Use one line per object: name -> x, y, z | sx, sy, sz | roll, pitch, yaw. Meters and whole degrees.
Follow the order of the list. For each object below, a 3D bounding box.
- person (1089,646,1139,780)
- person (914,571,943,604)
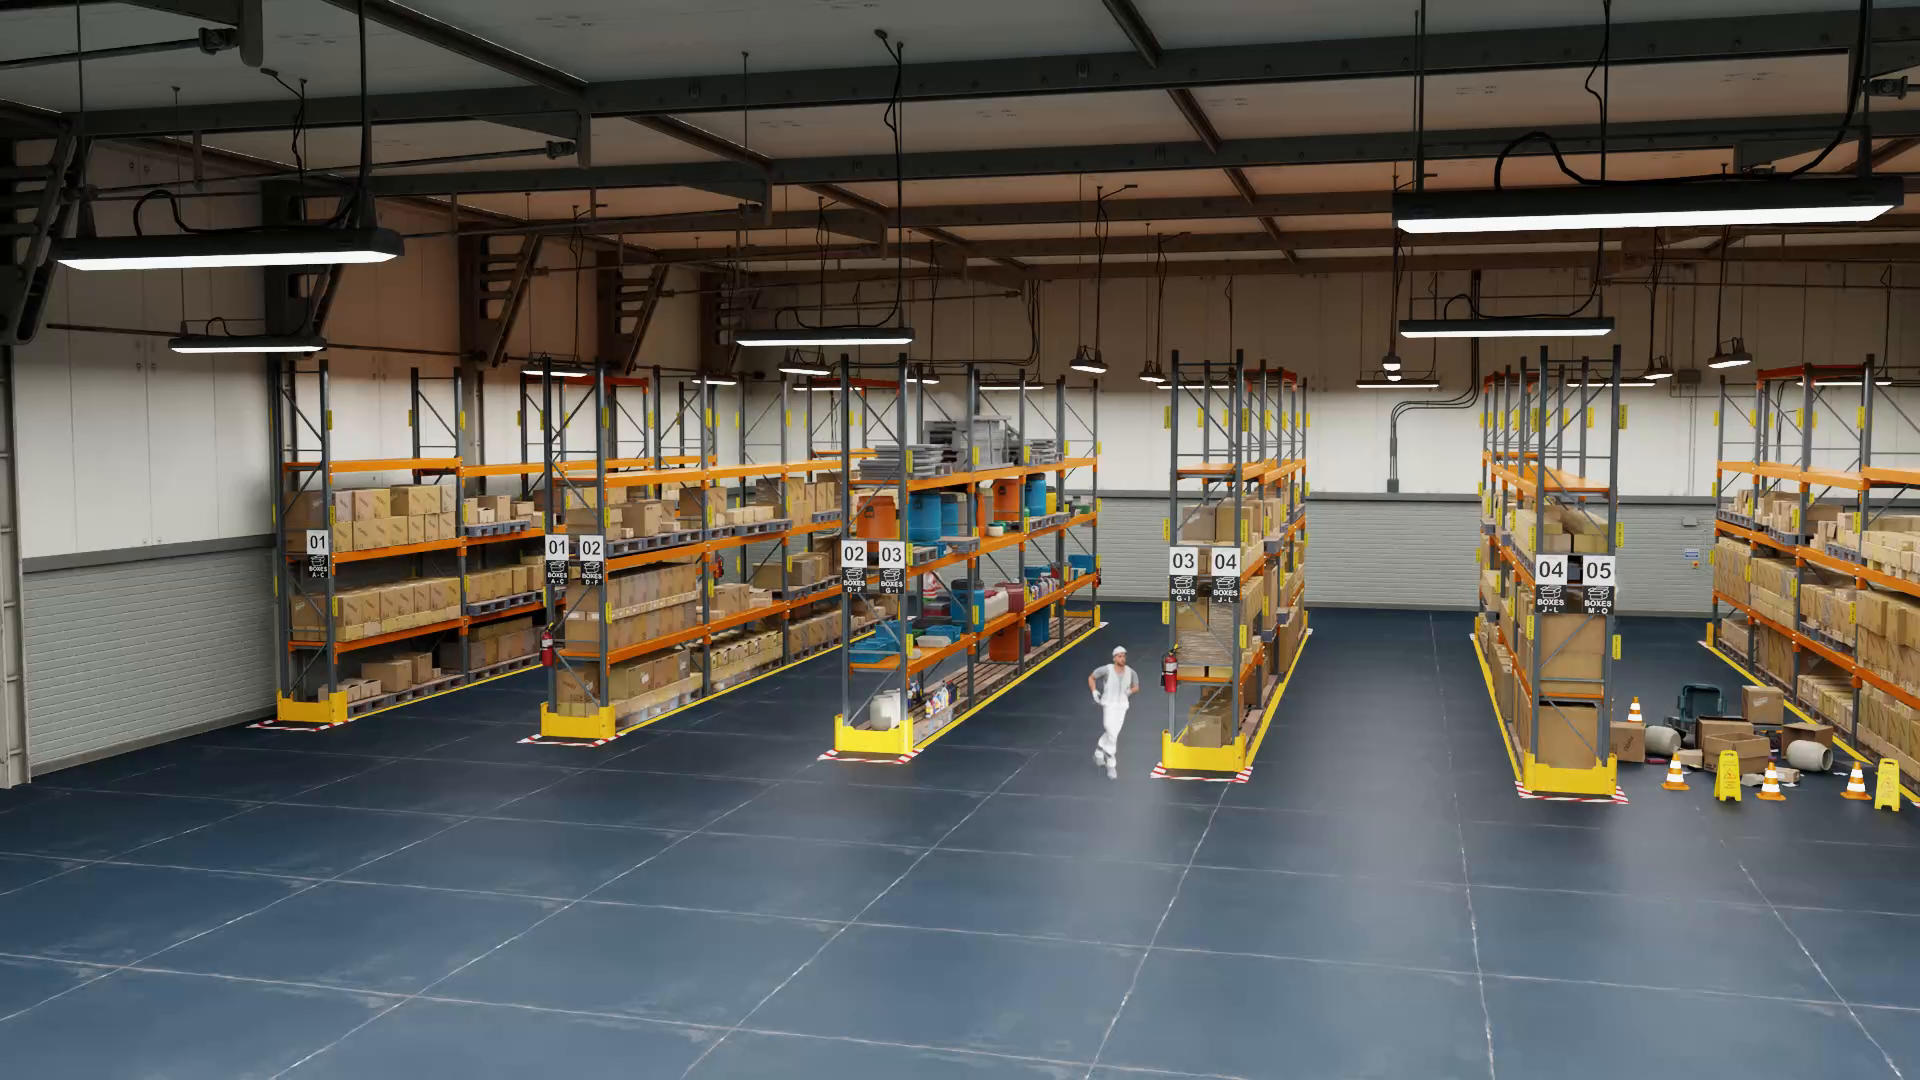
person -> 2.211, 2.409, 23.579 | 0.686, 1.822, 0.843 | -2, 4, -20
person -> -0.724, 1.339, 38.078 | 0.660, 1.784, 0.986 | 0, 4, 4
